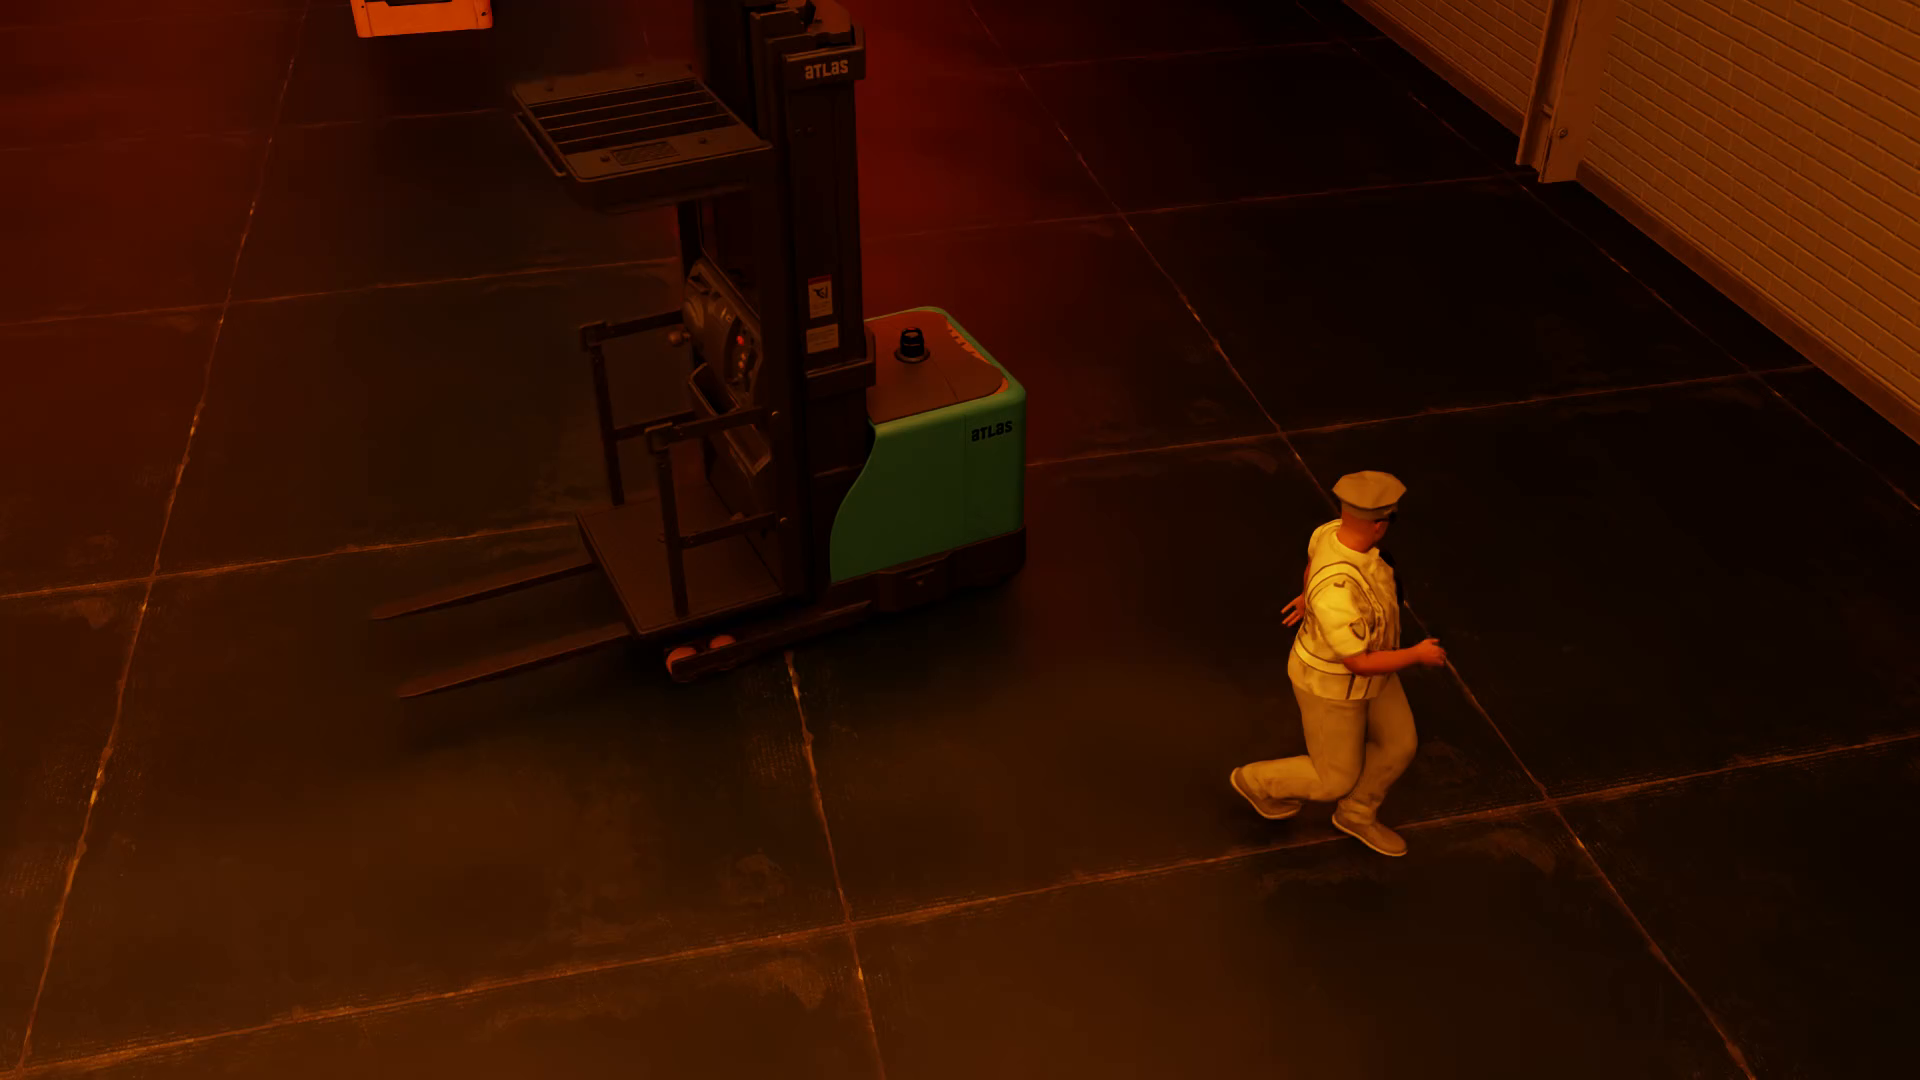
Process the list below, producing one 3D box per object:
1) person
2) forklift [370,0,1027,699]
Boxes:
[{"bbox_3d":[1.488,0.491,6.463,0.779,1.678,0.628,23,42,29],"label":"person"},{"bbox_3d":[-1.229,-0.887,7.283,3.031,2.935,1.130,-16,39,-21],"label":"forklift"}]
